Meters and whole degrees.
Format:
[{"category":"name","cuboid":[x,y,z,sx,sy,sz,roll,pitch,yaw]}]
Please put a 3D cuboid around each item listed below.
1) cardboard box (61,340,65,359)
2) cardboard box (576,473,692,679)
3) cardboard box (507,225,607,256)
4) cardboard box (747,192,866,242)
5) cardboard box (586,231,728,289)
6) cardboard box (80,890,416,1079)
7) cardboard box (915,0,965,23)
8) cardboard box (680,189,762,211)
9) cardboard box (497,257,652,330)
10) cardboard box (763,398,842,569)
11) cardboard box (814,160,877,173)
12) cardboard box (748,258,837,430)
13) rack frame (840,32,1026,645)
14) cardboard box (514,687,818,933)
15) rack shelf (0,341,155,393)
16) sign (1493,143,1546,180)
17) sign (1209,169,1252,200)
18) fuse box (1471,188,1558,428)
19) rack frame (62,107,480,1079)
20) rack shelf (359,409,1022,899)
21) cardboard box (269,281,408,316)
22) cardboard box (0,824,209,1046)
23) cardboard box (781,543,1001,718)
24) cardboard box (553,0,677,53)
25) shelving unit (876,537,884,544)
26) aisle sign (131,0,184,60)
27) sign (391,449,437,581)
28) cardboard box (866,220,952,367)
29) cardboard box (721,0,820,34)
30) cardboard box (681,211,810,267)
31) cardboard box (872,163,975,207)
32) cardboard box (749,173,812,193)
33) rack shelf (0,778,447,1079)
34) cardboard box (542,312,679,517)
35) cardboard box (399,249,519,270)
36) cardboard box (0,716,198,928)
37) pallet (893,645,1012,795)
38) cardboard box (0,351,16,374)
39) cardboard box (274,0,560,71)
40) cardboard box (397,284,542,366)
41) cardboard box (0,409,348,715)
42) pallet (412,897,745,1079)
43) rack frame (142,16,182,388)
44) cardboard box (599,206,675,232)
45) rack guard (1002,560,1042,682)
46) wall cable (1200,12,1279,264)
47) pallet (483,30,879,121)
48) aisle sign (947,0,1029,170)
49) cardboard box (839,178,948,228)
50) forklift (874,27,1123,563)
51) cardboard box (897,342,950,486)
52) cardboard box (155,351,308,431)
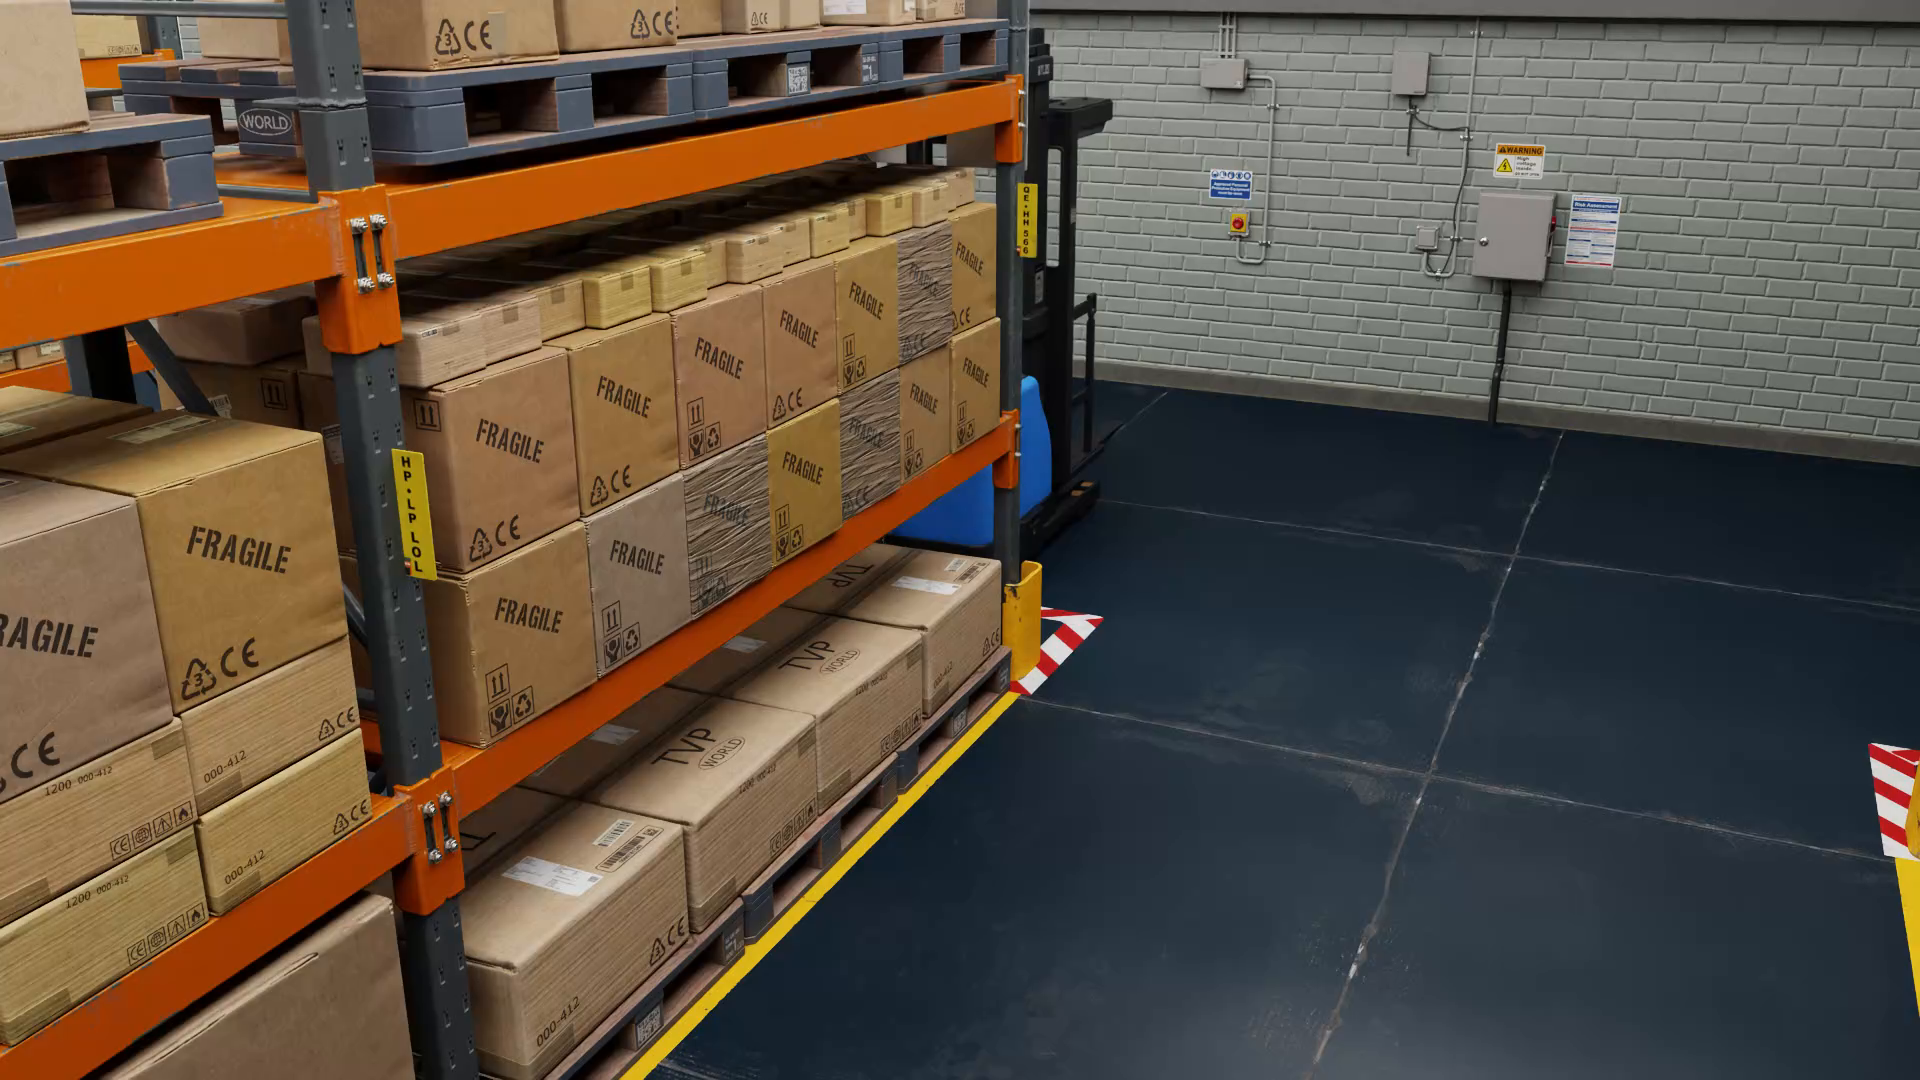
[{"category":"cardboard box","cuboid":[-4.851,-1.088,8.927,0.380,0.149,0.250,8,21,22]},{"category":"cardboard box","cuboid":[-1.190,0.069,5.150,0.500,0.500,0.500,9,21,23]},{"category":"cardboard box","cuboid":[-1.414,-0.967,5.603,0.380,0.149,0.250,8,21,22]},{"category":"cardboard box","cuboid":[-0.581,-1.220,6.313,0.380,0.149,0.250,8,21,22]},{"category":"cardboard box","cuboid":[-0.988,-0.906,5.429,0.380,0.149,0.250,8,21,23]},{"category":"cardboard box","cuboid":[-2.012,1.380,4.156,0.875,0.875,0.875,9,22,24]},{"category":"cardboard box","cuboid":[-0.295,-2.284,6.886,0.500,0.250,0.500,7,21,18]},{"category":"cardboard box","cuboid":[-0.995,-1.276,6.470,0.380,0.149,0.250,9,21,23]},{"category":"cardboard box","cuboid":[-1.151,-0.740,4.965,0.380,0.149,0.250,8,21,22]},{"category":"cardboard box","cuboid":[-0.770,-0.240,6.018,0.500,0.500,0.500,9,22,24]},{"category":"cardboard box","cuboid":[-0.591,-1.600,7.381,0.380,0.149,0.250,9,21,24]},{"category":"cardboard box","cuboid":[-0.774,-0.717,5.866,0.500,0.500,0.500,8,21,22]},{"category":"rack frame","cuboid":[-0.193,-0.846,7.872,1.000,3.000,0.127,9,21,23]},{"category":"cardboard box","cuboid":[-1.110,0.935,6.061,0.875,0.438,0.875,8,21,21]},{"category":"rack shelf","cuboid":[-5.569,-0.544,8.096,1.077,0.370,4.000,9,21,23]},{"category":"sign","cuboid":[3.986,-2.700,11.853,0.339,0.242,0.001,9,21,23]},{"category":"sign","cuboid":[2.076,-2.726,12.754,0.327,0.218,0.001,9,21,23]},{"category":"fuse box","cuboid":[3.951,-1.633,12.008,0.539,1.711,0.414,9,21,23]},{"category":"rack frame","cuboid":[-1.831,0.376,4.434,1.000,3.000,0.127,9,21,23]},{"category":"rack shelf","cuboid":[-1.012,0.104,6.273,1.077,0.370,4.000,9,21,23]},{"category":"cardboard box","cuboid":[-1.788,-0.651,4.713,0.380,0.149,0.250,9,22,24]},{"category":"cardboard box","cuboid":[-1.994,0.774,3.539,0.500,0.250,0.500,8,21,22]},{"category":"cardboard box","cuboid":[-0.372,0.378,7.625,0.875,0.438,0.875,8,21,21]},{"category":"cardboard box","cuboid":[-1.308,-1.747,4.998,0.797,0.503,0.637,10,22,27]},{"category":"shelving unit","cuboid":[-0.707,-0.665,8.704,0.431,2.100,0.503,8,21,22]},{"category":"aisle sign","cuboid":[-4.447,-2.701,9.206,0.394,0.787,0.004,9,21,23]},{"category":"sign","cuboid":[-1.332,-0.060,4.052,0.100,0.325,0.005,9,21,23]},{"category":"cardboard box","cuboid":[-0.360,-1.021,6.721,0.500,0.500,0.500,9,21,23]},{"category":"cardboard box","cuboid":[-0.852,-2.012,6.030,0.500,0.311,0.500,9,21,24]},{"category":"cardboard box","cuboid":[-0.754,-1.058,5.857,0.380,0.149,0.250,9,22,24]},{"category":"cardboard box","cuboid":[-0.157,-1.533,7.193,0.380,0.149,0.250,9,21,23]},{"category":"cardboard box","cuboid":[-0.844,-1.446,6.949,0.380,0.149,0.250,9,22,24]},{"category":"rack shelf","cuboid":[-2.650,1.327,2.835,1.077,0.370,4.000,9,21,23]},{"category":"cardboard box","cuboid":[-1.203,-0.408,4.997,0.500,0.500,0.500,8,21,22]},{"category":"cardboard box","cuboid":[-1.590,-0.806,5.148,0.380,0.149,0.250,8,21,22]},{"category":"cardboard box","cuboid":[-1.988,0.533,3.470,0.500,0.250,0.500,9,22,24]},{"category":"pallet","cuboid":[-0.449,0.723,7.622,1.003,0.211,1.213,9,21,23]},{"category":"cardboard box","cuboid":[-5.069,-0.931,8.484,0.380,0.149,0.250,8,21,20]},{"category":"cardboard box","cuboid":[-1.398,-1.480,4.252,0.500,0.500,0.500,9,21,24]},{"category":"cardboard box","cuboid":[-1.375,-0.589,4.538,0.380,0.149,0.250,9,21,24]},{"category":"cardboard box","cuboid":[-1.785,0.029,3.769,0.500,0.500,0.500,9,22,24]},{"category":"pallet","cuboid":[-1.448,1.469,5.524,1.003,0.211,1.213,9,21,23]},{"category":"rack frame","cuboid":[-4.750,-1.495,9.695,1.000,3.000,0.127,9,21,23]},{"category":"cardboard box","cuboid":[-1.264,-1.131,6.064,0.380,0.149,0.250,8,21,21]},{"category":"rack guard","cuboid":[-0.183,0.324,8.312,1.175,0.500,0.348,9,21,23]},{"category":"wall cable","cuboid":[2.095,-3.067,12.552,0.585,1.953,0.123,9,21,23]},{"category":"pallet","cuboid":[-0.985,-1.615,5.690,1.003,0.211,1.213,9,21,23]},{"category":"aisle sign","cuboid":[0.119,-2.051,7.379,0.394,0.787,0.004,9,21,23]},{"category":"cardboard box","cuboid":[-0.268,-1.362,6.711,0.380,0.149,0.250,8,21,22]},{"category":"forklift","cuboid":[0.243,-1.576,10.025,1.130,2.935,3.031,8,21,21]},{"category":"cardboard box","cuboid":[-0.368,-0.558,6.913,0.500,0.500,0.500,8,21,22]},{"category":"cardboard box","cuboid":[-1.890,-0.324,4.762,0.500,0.500,0.500,8,21,22]}]
